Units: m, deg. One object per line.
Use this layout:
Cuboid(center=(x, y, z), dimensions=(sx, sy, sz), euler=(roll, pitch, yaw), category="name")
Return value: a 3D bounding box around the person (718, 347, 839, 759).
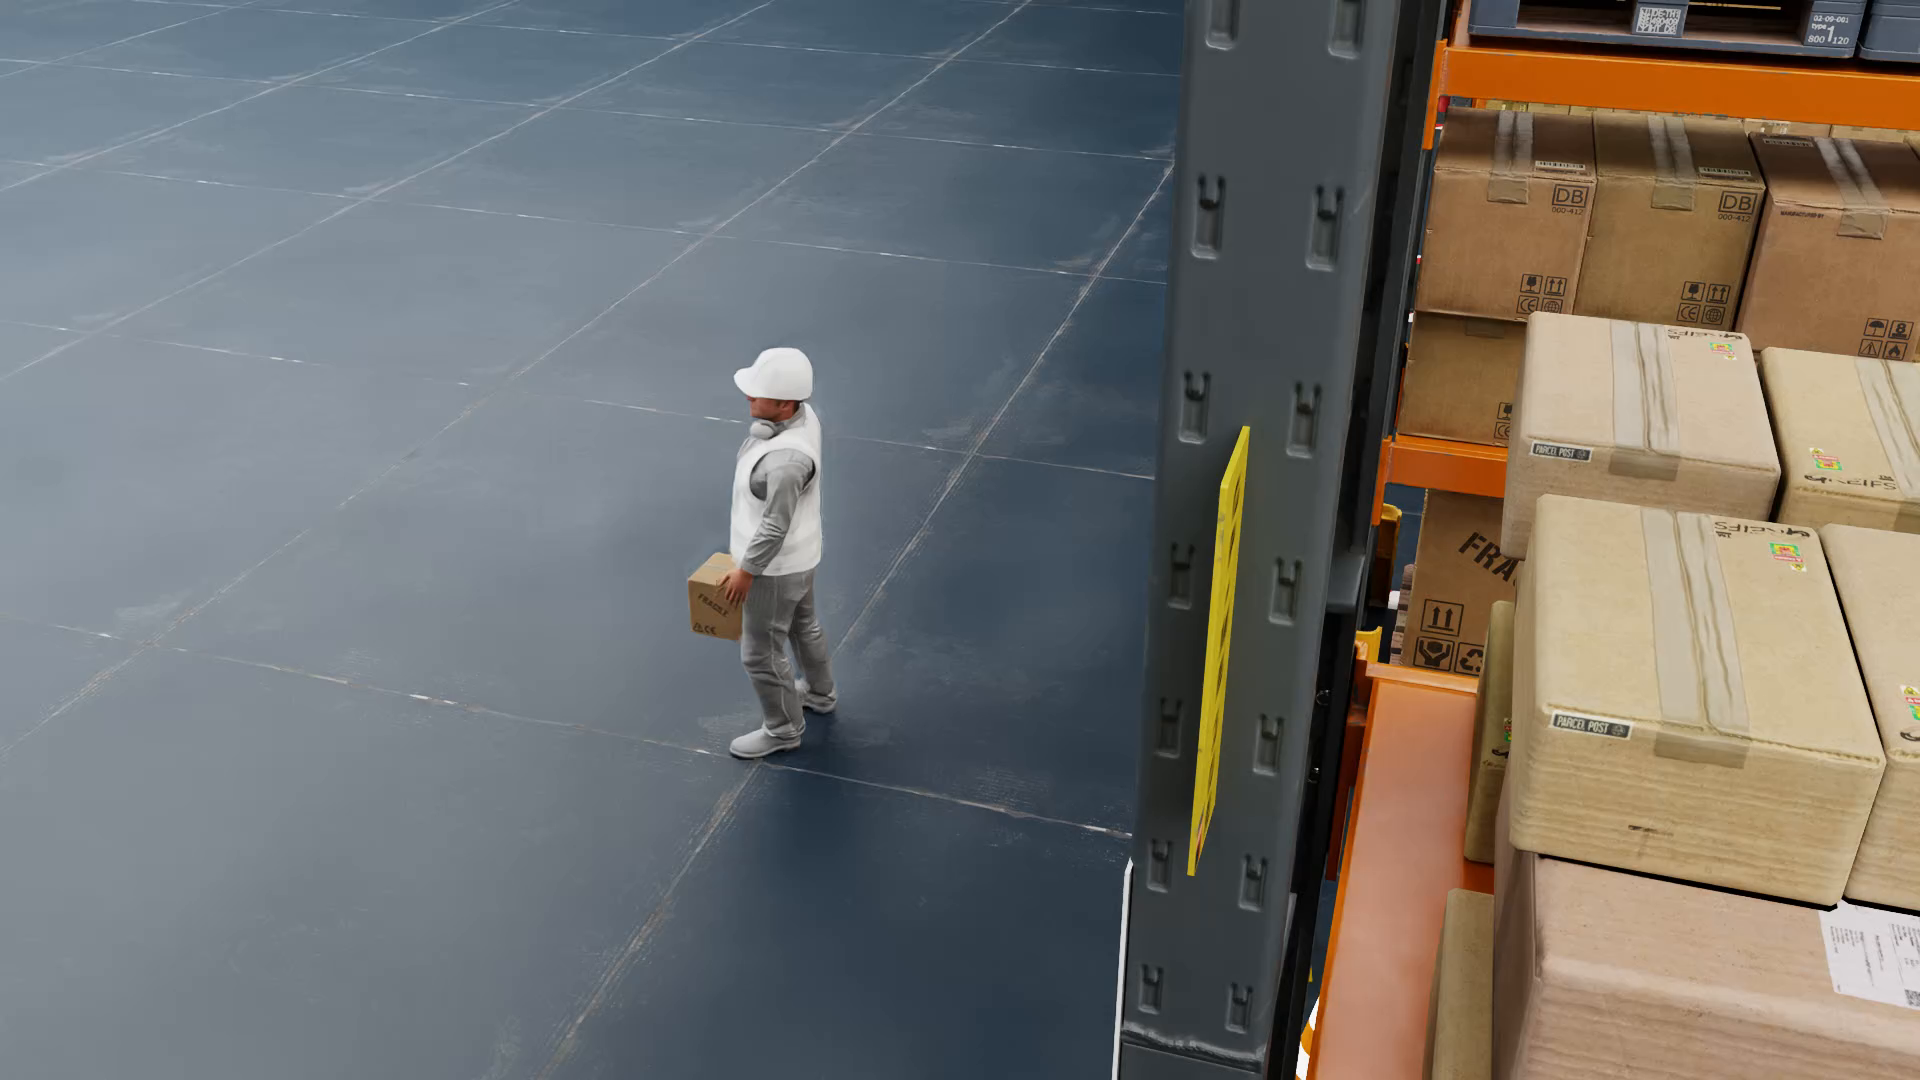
Cuboid(center=(-0.731, 0.031, 6.548), dimensions=(0.438, 1.768, 0.614), euler=(0, 29, -1), category="person")
